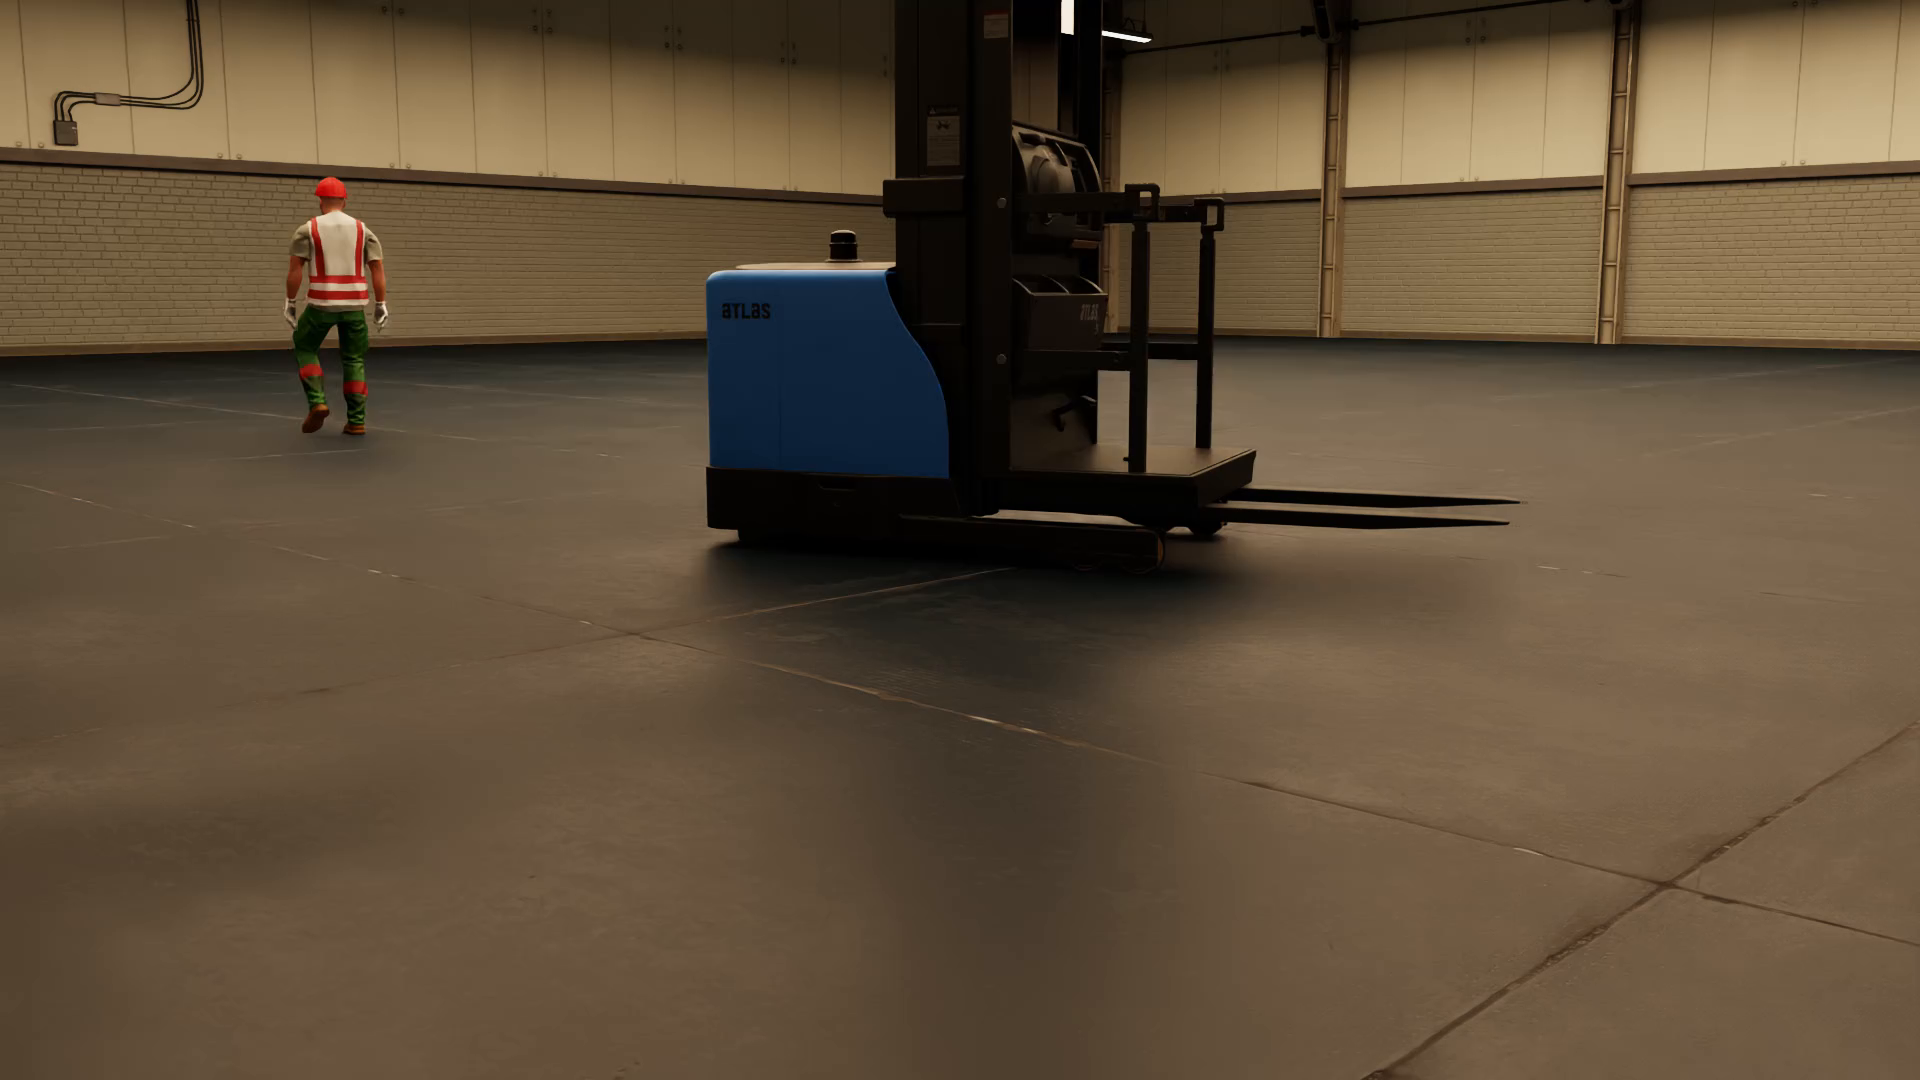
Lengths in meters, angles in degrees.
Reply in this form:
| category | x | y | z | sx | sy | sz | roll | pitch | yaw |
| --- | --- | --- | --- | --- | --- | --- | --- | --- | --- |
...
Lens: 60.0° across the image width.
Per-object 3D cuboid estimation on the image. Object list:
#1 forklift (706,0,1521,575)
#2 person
| category | x | y | z | sx | sy | sz | roll | pitch | yaw |
| --- | --- | --- | --- | --- | --- | --- | --- | --- | --- |
| forklift | 0.565 | -1.416 | 6.275 | 3.031 | 2.935 | 1.130 | 3 | 9 | 22 |
| person | -4.366 | -1.627 | 11.595 | 0.685 | 1.768 | 0.472 | -6 | 10 | -33 |
